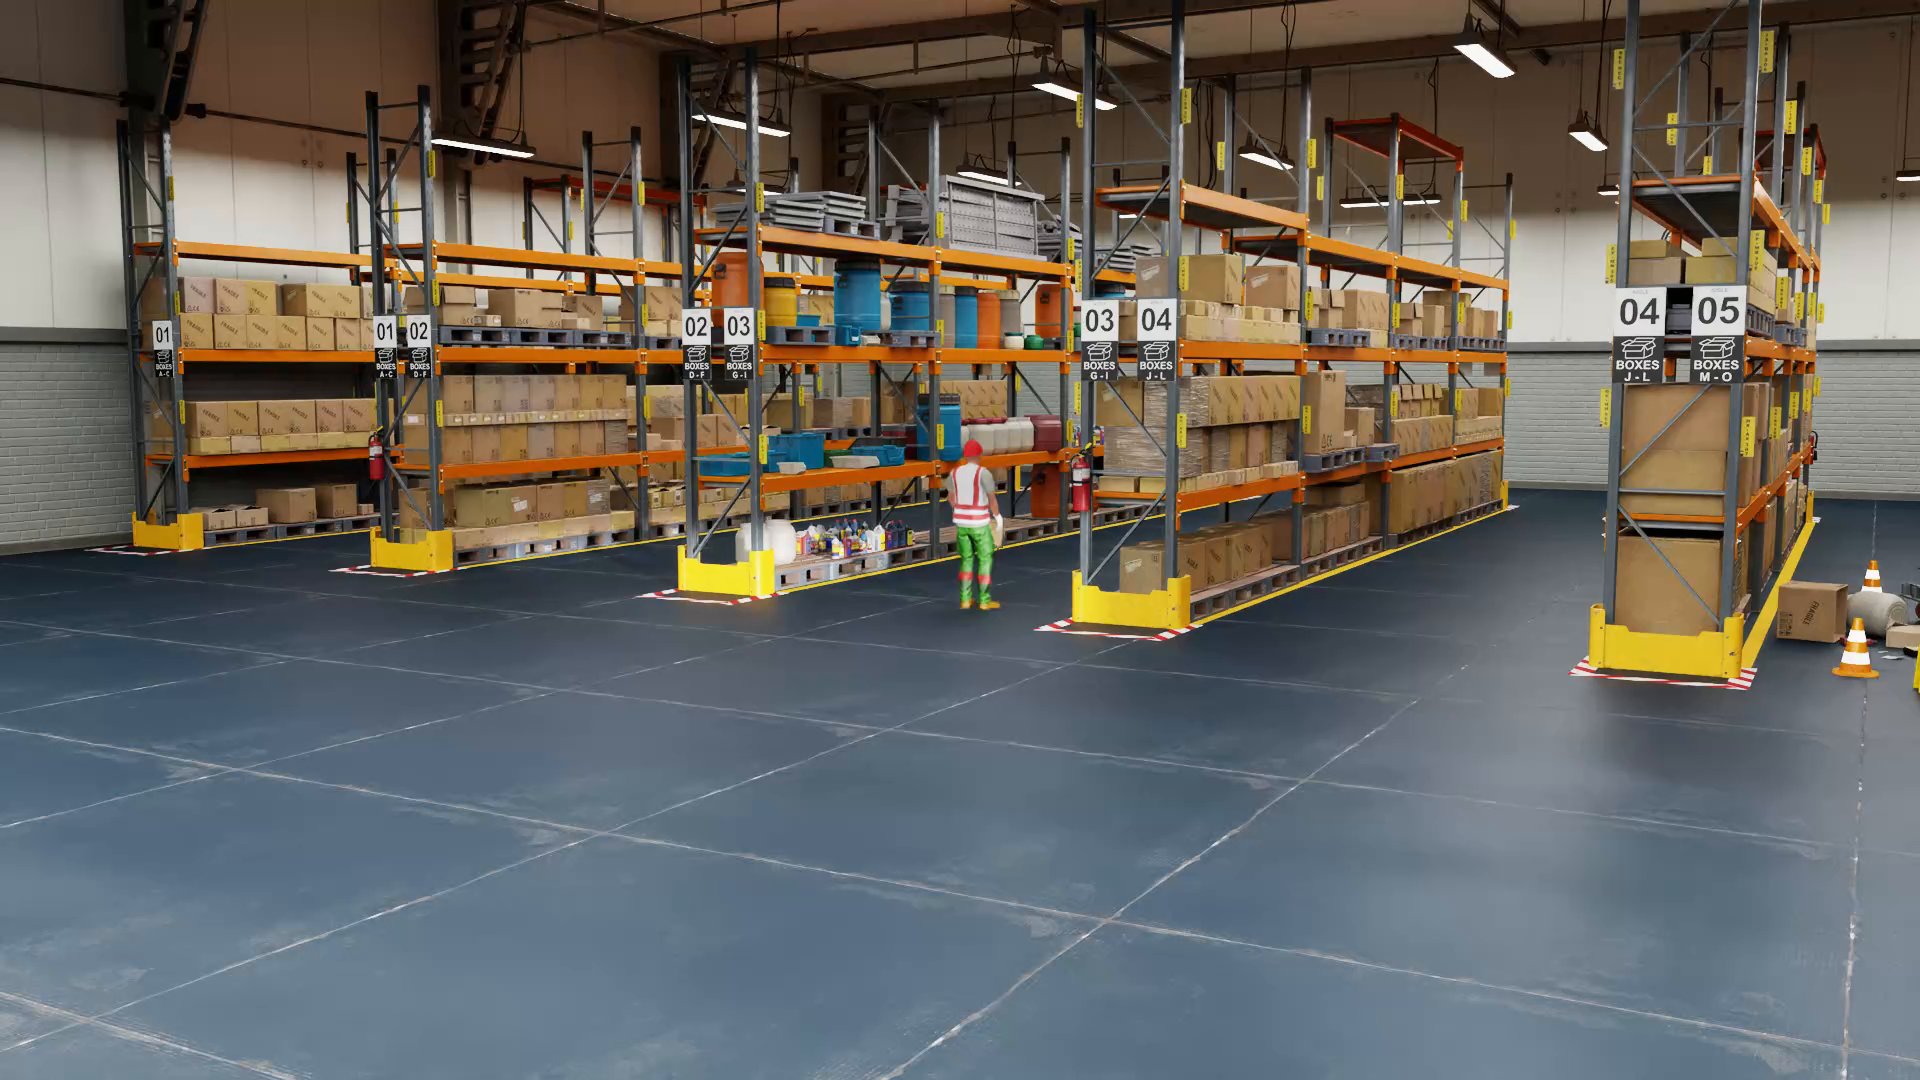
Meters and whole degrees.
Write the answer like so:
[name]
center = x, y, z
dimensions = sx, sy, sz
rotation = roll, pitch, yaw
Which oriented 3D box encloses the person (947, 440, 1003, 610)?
[person]
center = 0.168, -0.171, 17.661
dimensions = 0.591, 1.782, 0.415
rotation = 4, 7, 35
